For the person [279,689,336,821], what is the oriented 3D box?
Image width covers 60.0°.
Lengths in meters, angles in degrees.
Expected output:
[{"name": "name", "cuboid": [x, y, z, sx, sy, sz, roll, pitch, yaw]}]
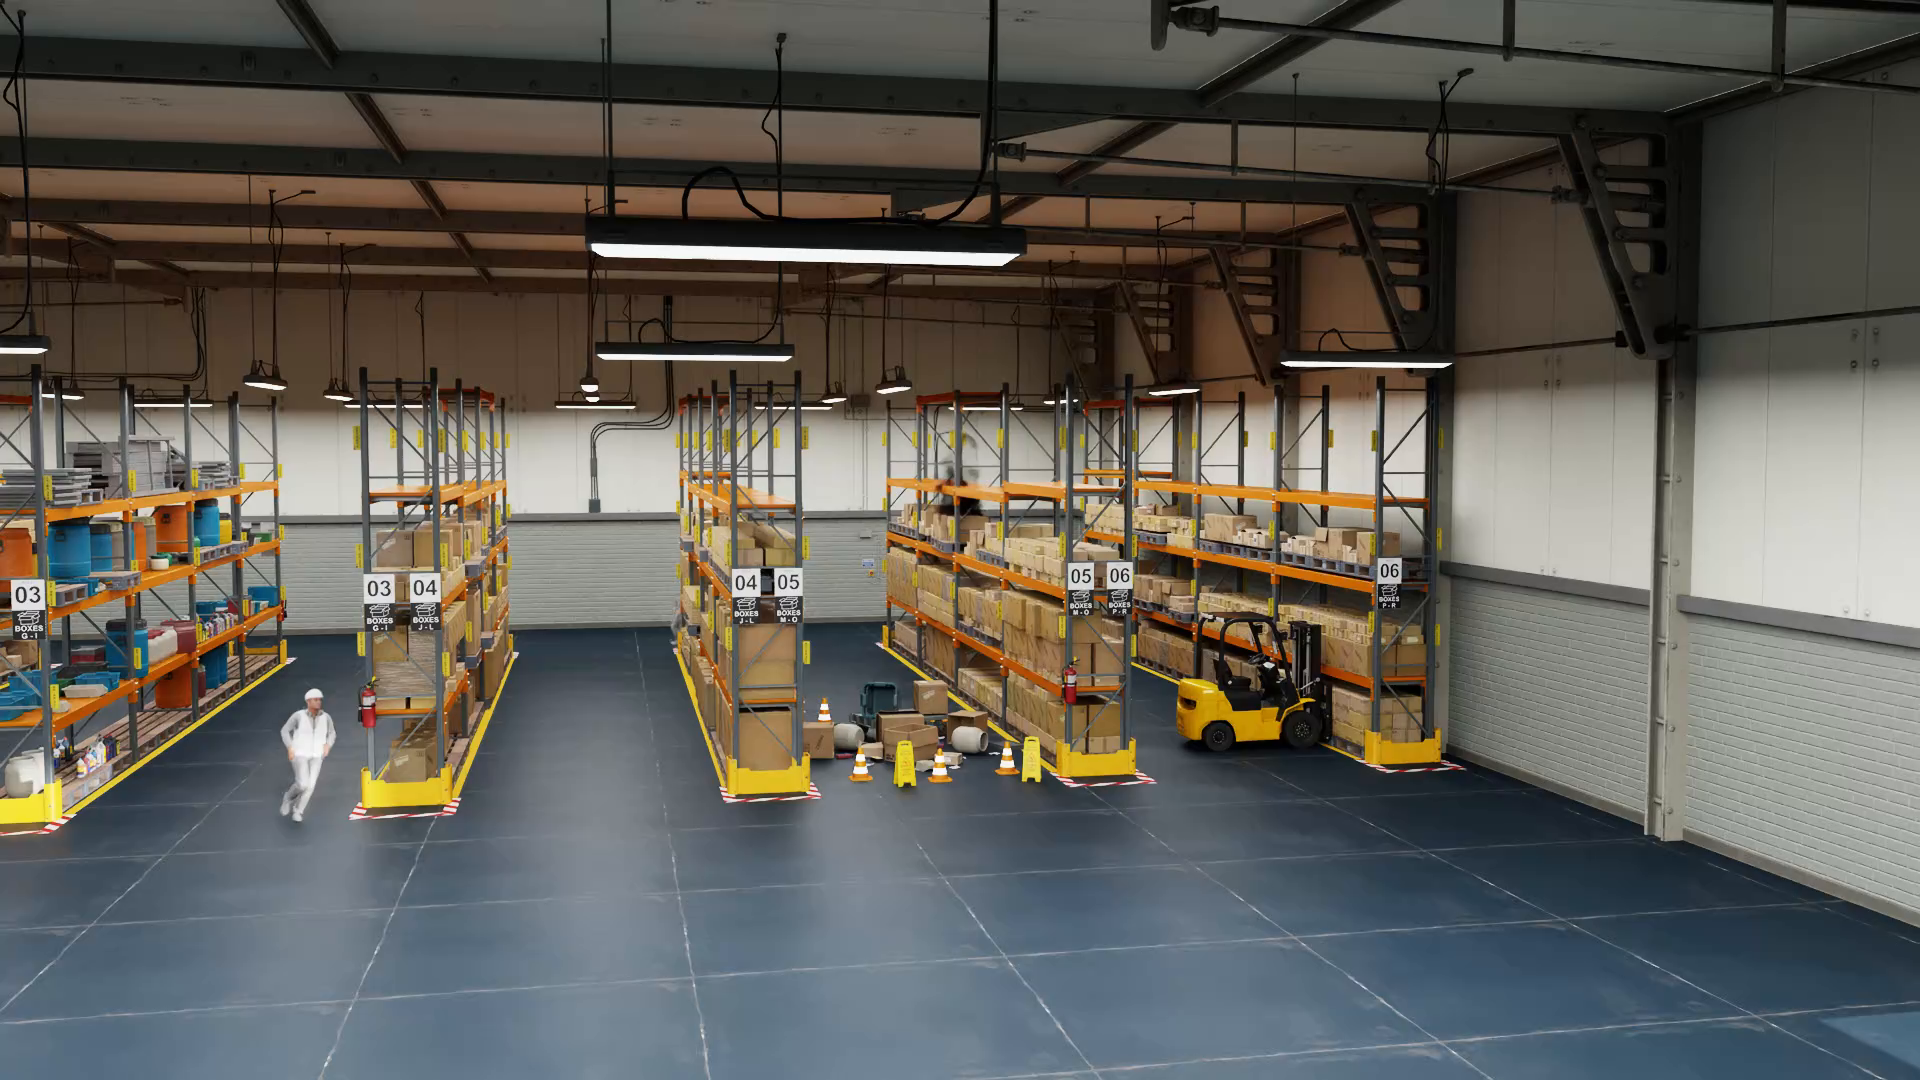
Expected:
[{"name": "person", "cuboid": [-8.597, 2.836, 21.993, 0.711, 1.718, 0.548, -3, 4, -41]}]

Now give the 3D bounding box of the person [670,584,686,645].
[{"name": "person", "cuboid": [-6.818, 1.774, 40.614, 0.616, 1.613, 0.679, 0, 3, 0]}]
